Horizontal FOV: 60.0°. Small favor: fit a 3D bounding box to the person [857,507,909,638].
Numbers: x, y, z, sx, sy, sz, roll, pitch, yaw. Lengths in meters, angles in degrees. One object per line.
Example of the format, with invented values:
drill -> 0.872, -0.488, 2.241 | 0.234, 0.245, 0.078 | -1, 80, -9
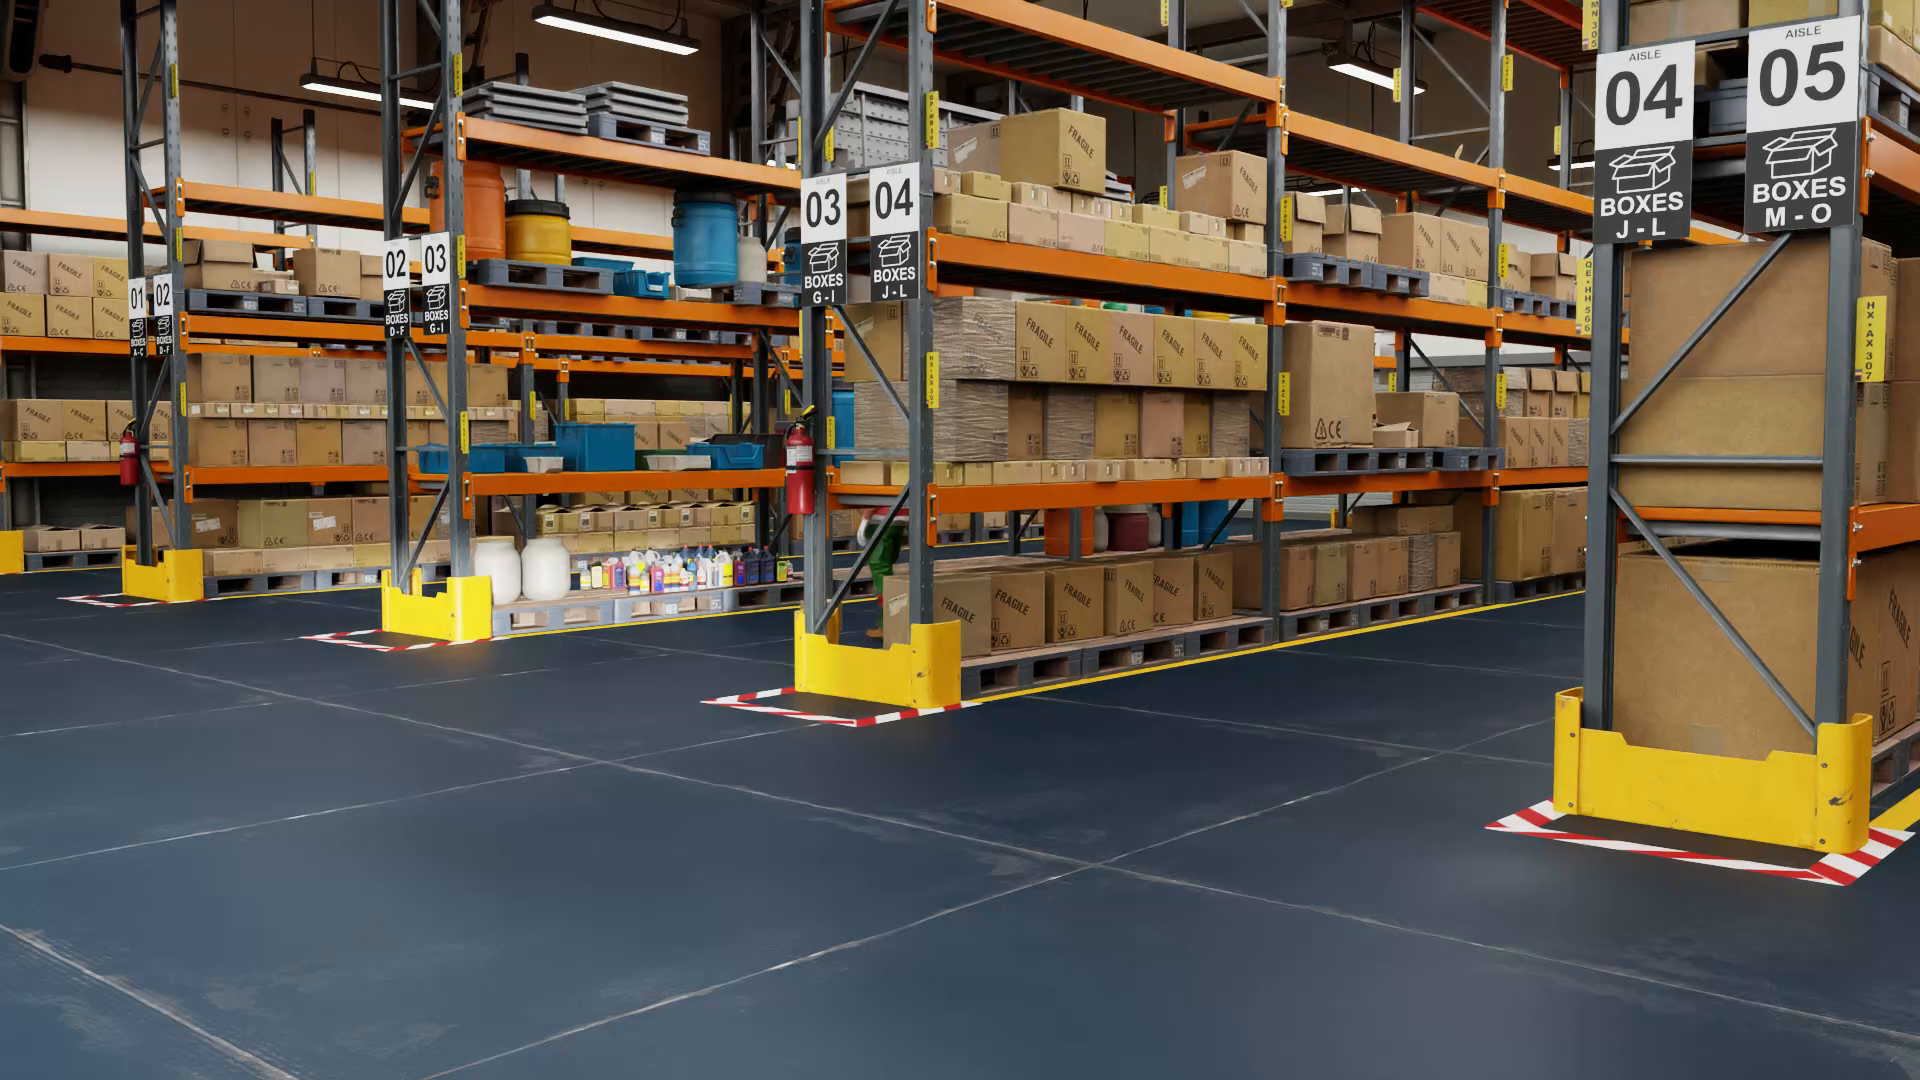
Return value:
person -> -0.633, -0.080, 13.097 | 0.449, 1.864, 0.592 | 2, 4, 33
